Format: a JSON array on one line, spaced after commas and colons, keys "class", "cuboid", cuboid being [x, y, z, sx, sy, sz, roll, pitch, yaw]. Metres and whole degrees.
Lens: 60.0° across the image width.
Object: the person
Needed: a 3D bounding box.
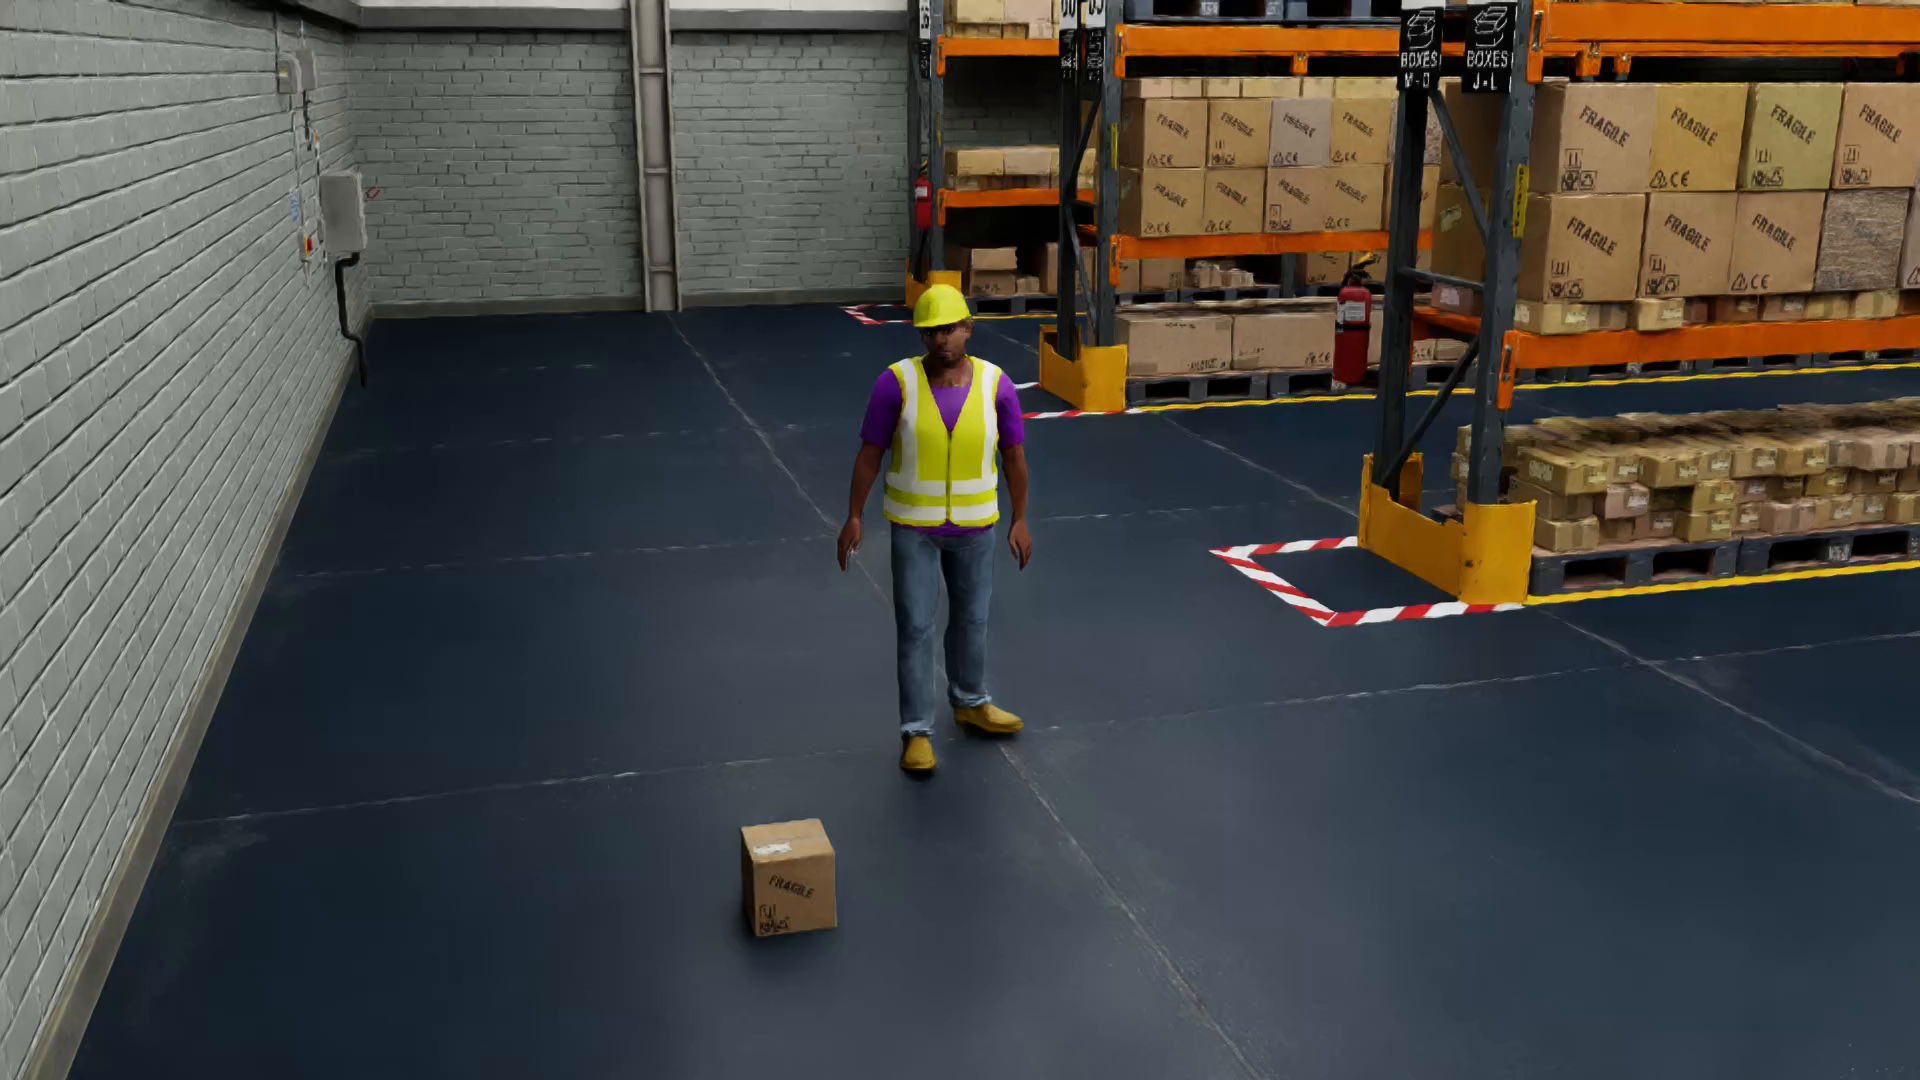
[{"class": "person", "cuboid": [-0.084, -0.050, 6.118, 0.738, 1.768, 0.582, -3, 16, -12]}]
